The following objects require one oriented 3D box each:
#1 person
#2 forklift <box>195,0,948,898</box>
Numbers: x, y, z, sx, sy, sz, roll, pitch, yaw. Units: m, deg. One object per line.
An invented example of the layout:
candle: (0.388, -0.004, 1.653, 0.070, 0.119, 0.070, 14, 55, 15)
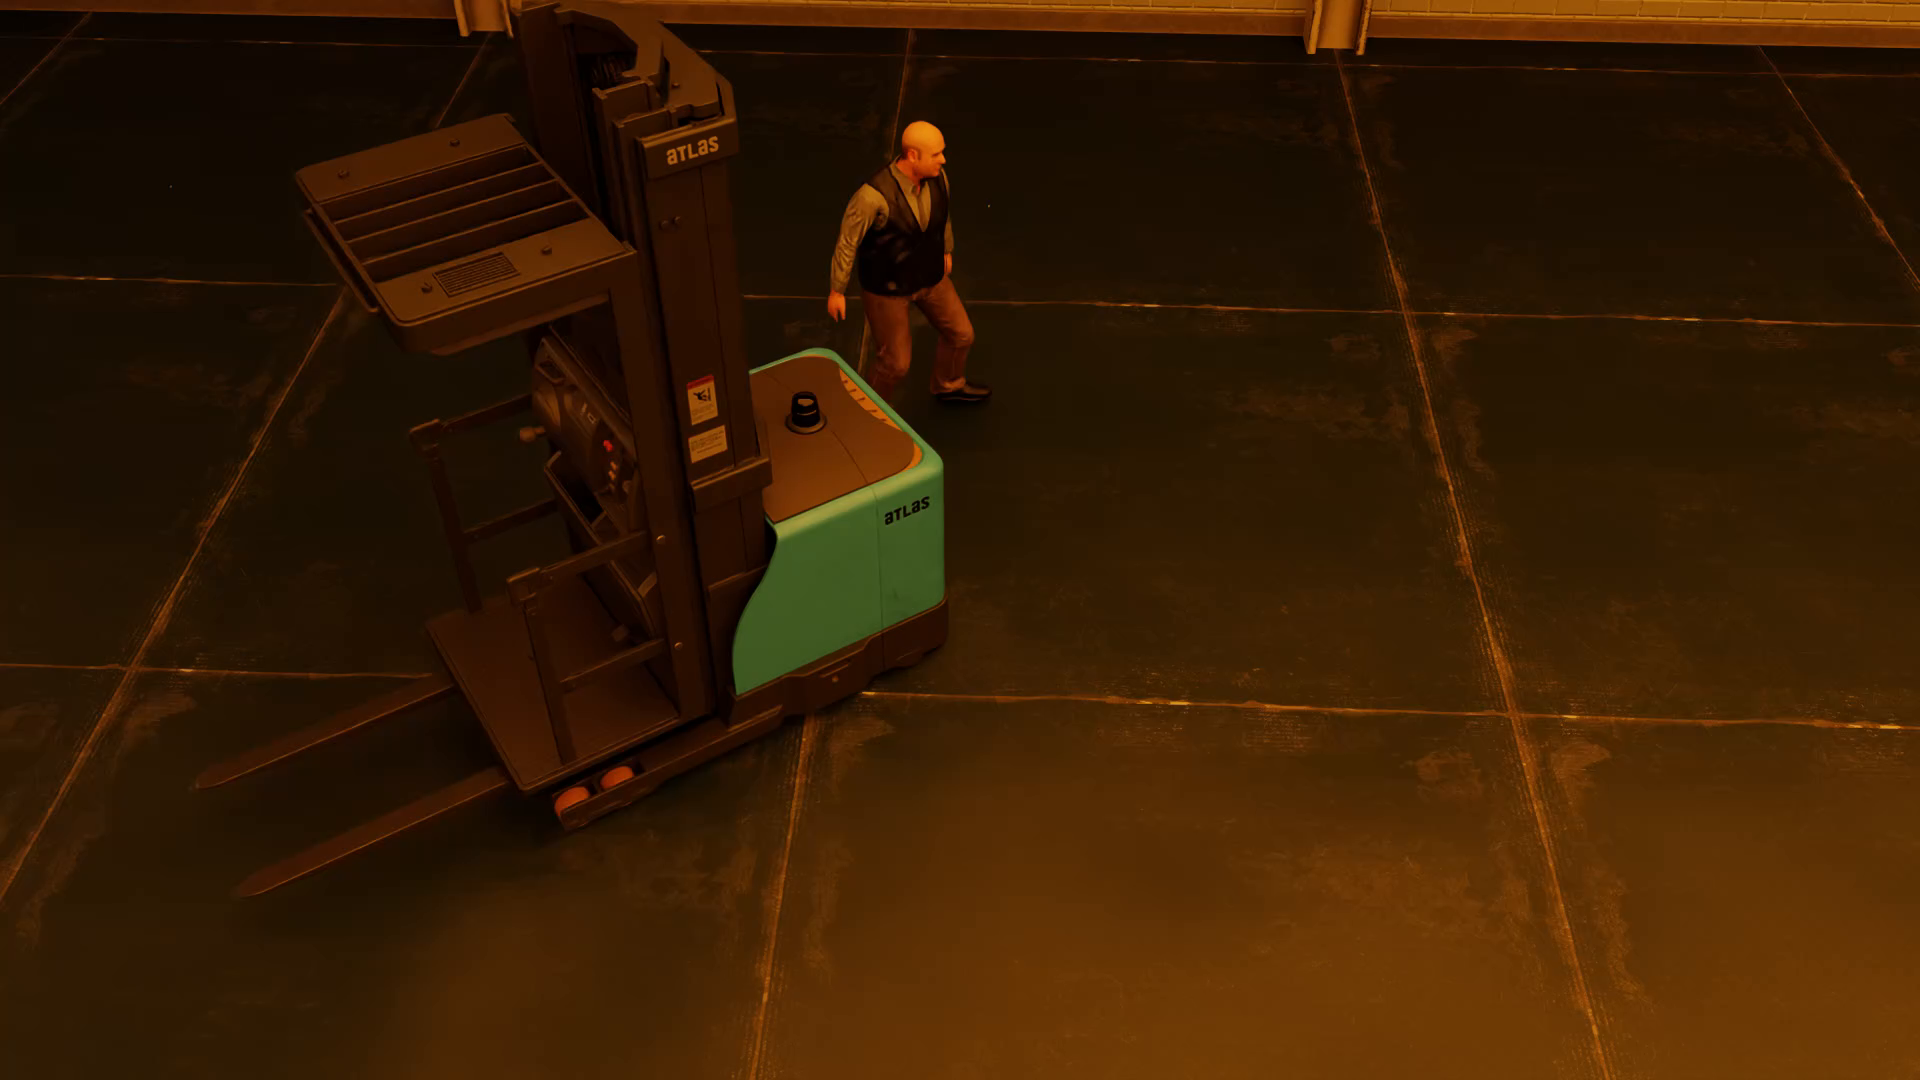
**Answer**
person: (-0.255, -1.260, 8.008, 0.860, 1.689, 0.399, -29, 50, -28)
forklift: (-1.566, -0.341, 6.116, 3.031, 2.935, 1.130, -24, 47, -24)
